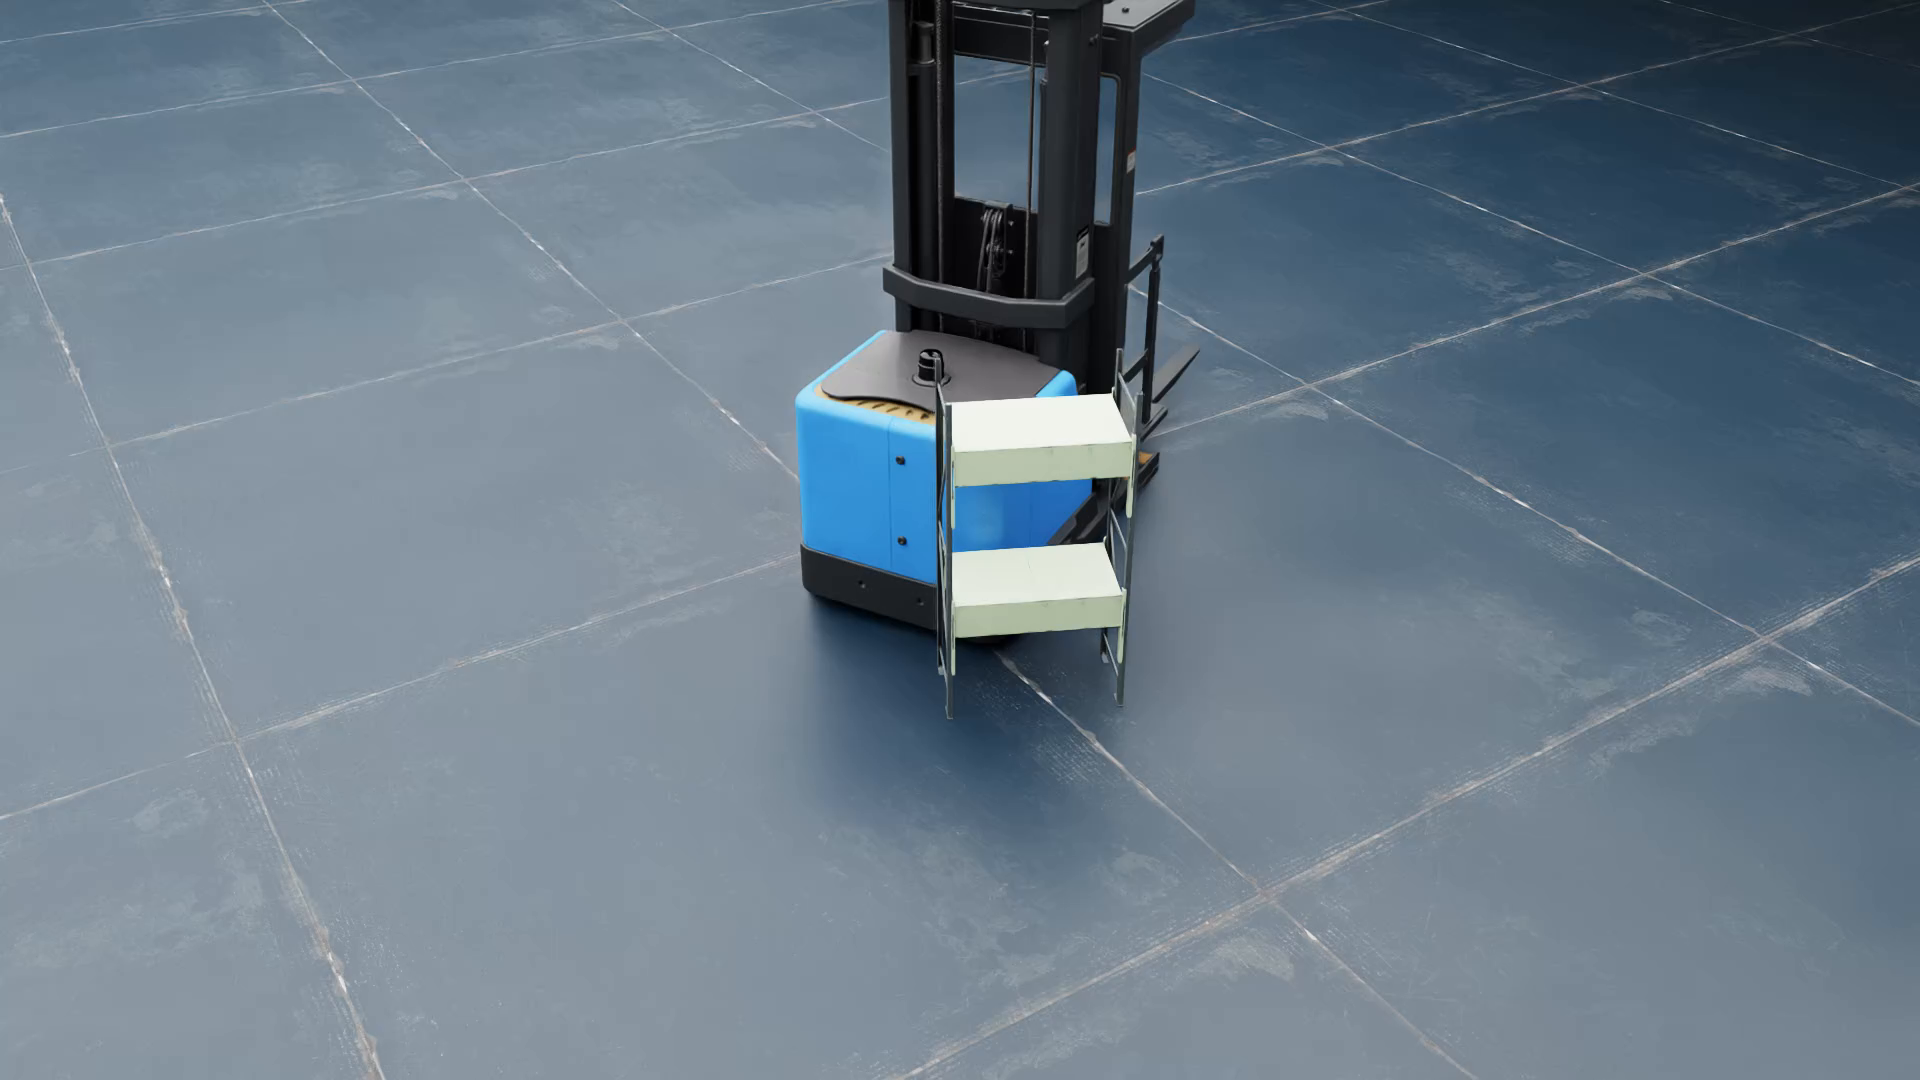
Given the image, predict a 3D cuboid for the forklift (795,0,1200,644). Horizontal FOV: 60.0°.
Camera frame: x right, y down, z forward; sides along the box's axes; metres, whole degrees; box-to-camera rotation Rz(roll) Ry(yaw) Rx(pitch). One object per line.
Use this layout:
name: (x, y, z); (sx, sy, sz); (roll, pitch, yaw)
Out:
forklift: (0.391, -1.542, 7.947); (1.130, 2.935, 3.031); (16, 35, 23)

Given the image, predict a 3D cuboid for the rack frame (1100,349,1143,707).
rack frame: (0.661, -0.025, 6.884); (0.023, 1.500, 0.400); (-4, 32, -6)

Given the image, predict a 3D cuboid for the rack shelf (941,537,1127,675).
rack shelf: (0.298, 0.274, 7.020); (0.720, 0.370, 0.431); (-4, 32, -6)

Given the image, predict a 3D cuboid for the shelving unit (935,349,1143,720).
shelving unit: (0.298, -0.001, 6.846); (0.755, 1.500, 0.431); (-4, 32, -6)

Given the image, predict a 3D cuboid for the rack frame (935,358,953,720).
rack frame: (-0.065, 0.022, 6.809); (0.023, 1.500, 0.400); (-4, 32, -6)

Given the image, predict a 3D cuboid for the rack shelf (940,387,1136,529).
rack shelf: (0.298, -0.331, 6.638); (0.720, 0.370, 0.431); (-4, 32, -6)
